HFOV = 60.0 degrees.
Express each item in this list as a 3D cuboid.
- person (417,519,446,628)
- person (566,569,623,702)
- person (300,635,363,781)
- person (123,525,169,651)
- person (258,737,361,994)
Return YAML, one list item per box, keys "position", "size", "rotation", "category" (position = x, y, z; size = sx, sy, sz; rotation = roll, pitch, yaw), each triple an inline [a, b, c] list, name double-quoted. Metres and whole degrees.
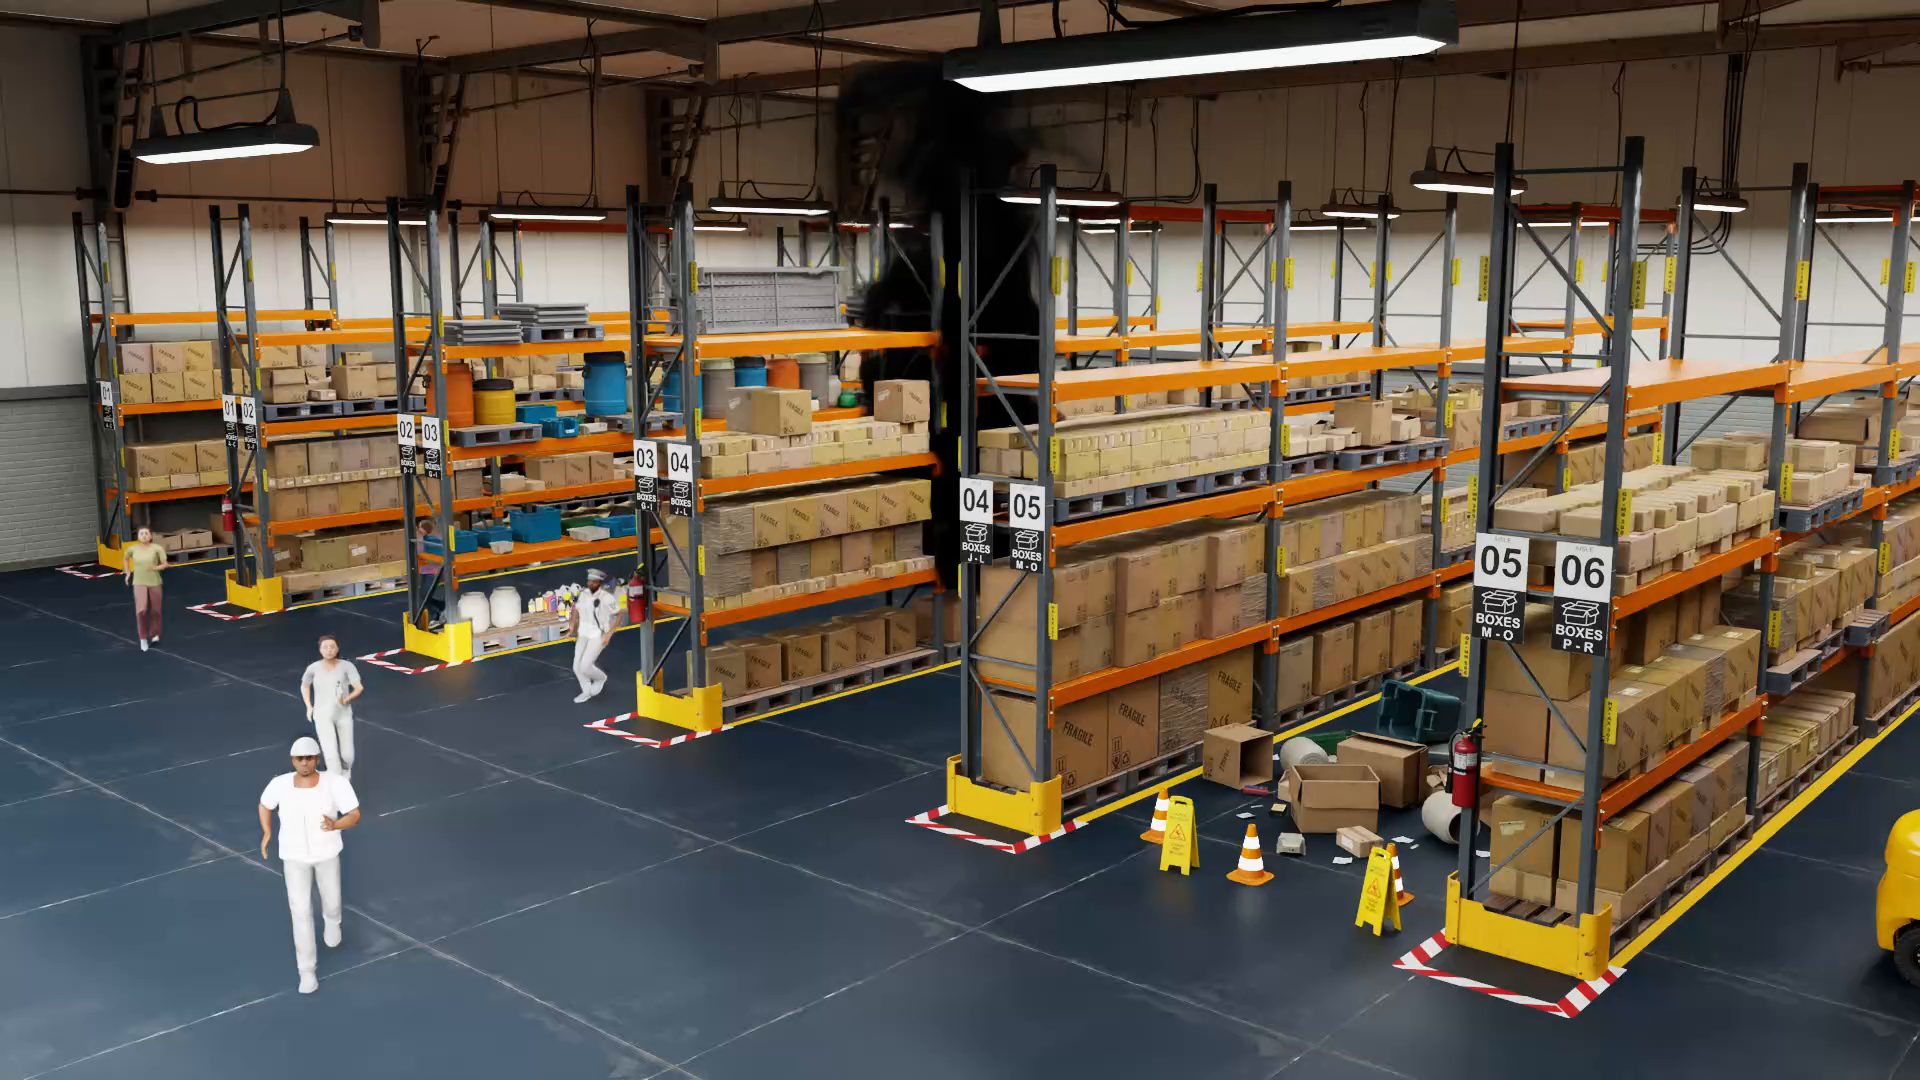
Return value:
- position: [-7.587, 0.482, 23.678]
  size: [0.543, 1.567, 0.530]
  rotation: [5, 11, 26]
  category: "person"
- position: [-4.333, 1.141, 19.590]
  size: [0.632, 1.629, 0.501]
  rotation: [5, 11, 27]
  category: "person"
- position: [-6.042, 1.709, 16.036]
  size: [0.567, 1.639, 0.727]
  rotation: [-3, 10, -19]
  category: "person"
- position: [-10.955, 0.636, 22.424]
  size: [0.549, 1.693, 0.693]
  rotation: [-5, 11, -26]
  category: "person"
- position: [-4.719, 2.286, 12.102]
  size: [0.706, 1.747, 0.990]
  rotation: [-3, 10, -18]
  category: "person"
